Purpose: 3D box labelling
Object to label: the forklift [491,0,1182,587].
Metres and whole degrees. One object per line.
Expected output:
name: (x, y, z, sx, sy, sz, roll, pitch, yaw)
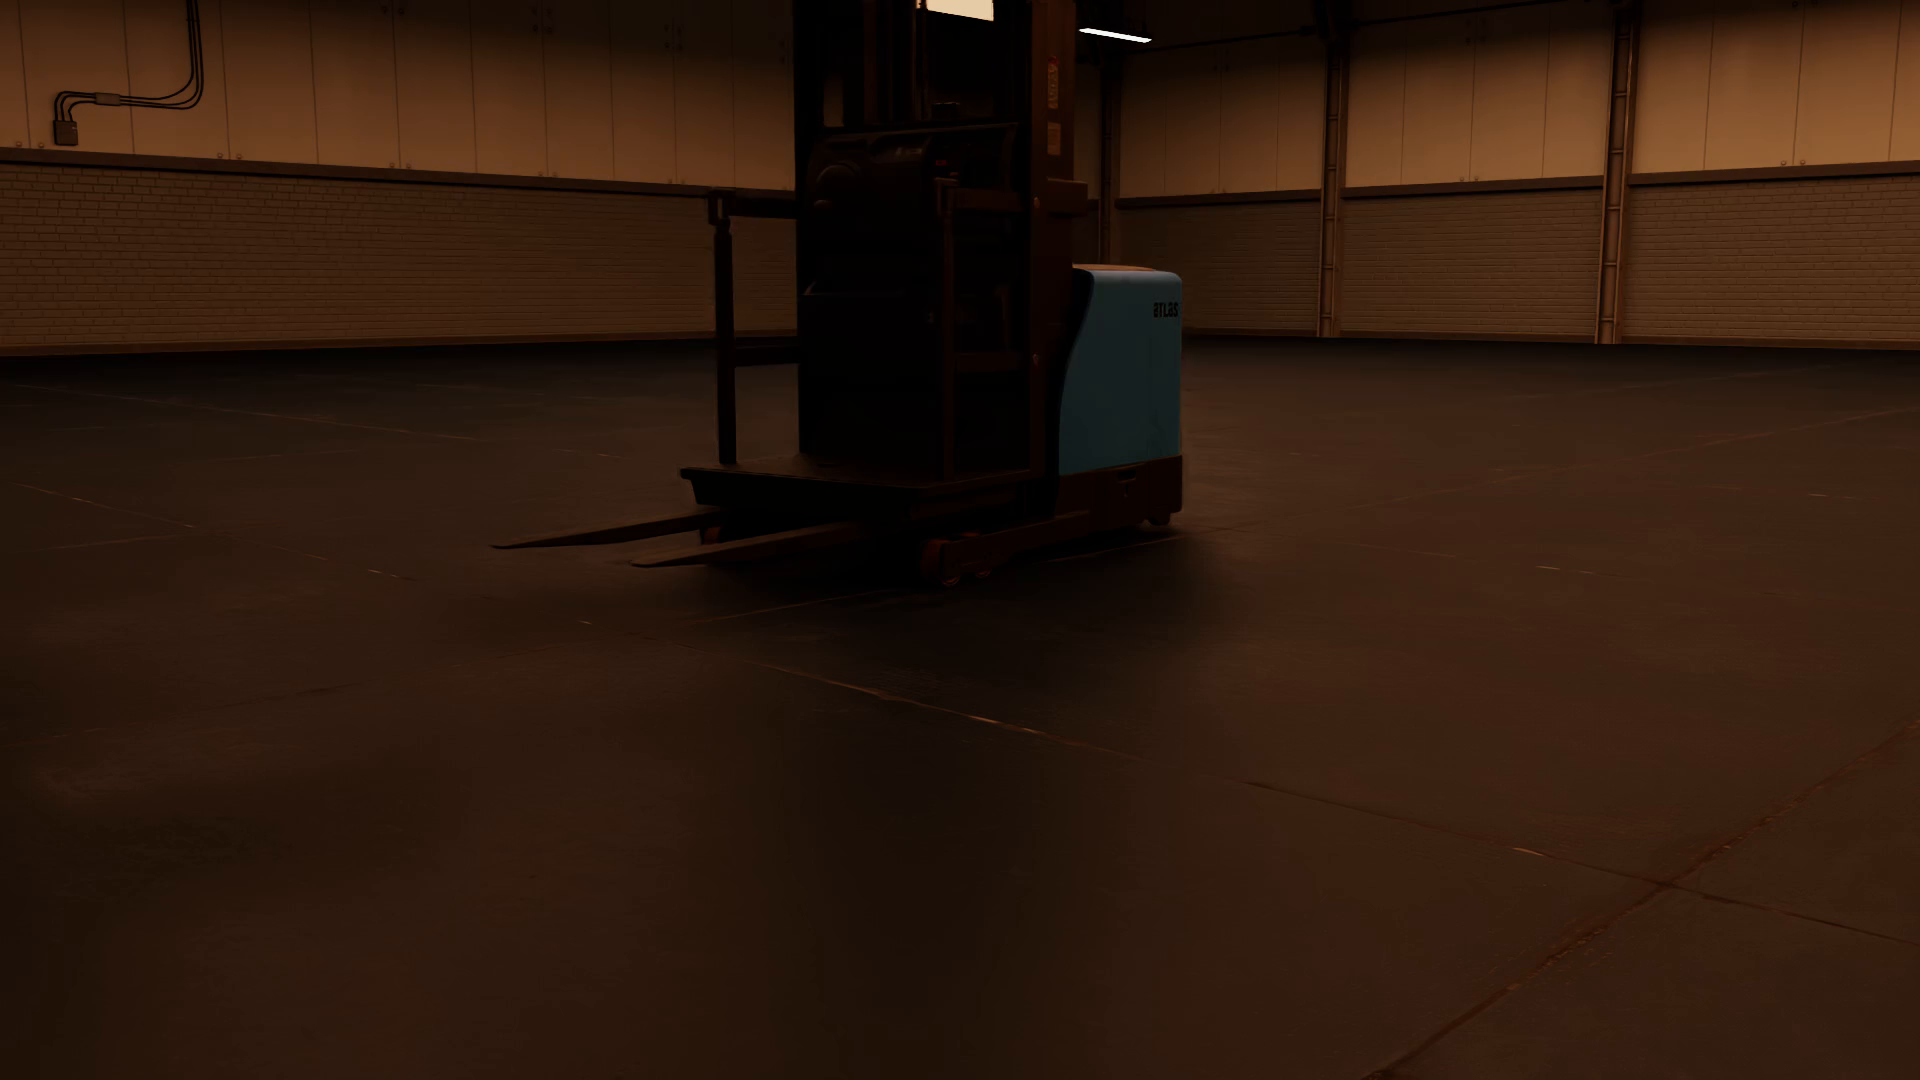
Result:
forklift: (-0.309, -1.369, 5.967, 1.130, 2.935, 3.031, 6, 10, 34)
